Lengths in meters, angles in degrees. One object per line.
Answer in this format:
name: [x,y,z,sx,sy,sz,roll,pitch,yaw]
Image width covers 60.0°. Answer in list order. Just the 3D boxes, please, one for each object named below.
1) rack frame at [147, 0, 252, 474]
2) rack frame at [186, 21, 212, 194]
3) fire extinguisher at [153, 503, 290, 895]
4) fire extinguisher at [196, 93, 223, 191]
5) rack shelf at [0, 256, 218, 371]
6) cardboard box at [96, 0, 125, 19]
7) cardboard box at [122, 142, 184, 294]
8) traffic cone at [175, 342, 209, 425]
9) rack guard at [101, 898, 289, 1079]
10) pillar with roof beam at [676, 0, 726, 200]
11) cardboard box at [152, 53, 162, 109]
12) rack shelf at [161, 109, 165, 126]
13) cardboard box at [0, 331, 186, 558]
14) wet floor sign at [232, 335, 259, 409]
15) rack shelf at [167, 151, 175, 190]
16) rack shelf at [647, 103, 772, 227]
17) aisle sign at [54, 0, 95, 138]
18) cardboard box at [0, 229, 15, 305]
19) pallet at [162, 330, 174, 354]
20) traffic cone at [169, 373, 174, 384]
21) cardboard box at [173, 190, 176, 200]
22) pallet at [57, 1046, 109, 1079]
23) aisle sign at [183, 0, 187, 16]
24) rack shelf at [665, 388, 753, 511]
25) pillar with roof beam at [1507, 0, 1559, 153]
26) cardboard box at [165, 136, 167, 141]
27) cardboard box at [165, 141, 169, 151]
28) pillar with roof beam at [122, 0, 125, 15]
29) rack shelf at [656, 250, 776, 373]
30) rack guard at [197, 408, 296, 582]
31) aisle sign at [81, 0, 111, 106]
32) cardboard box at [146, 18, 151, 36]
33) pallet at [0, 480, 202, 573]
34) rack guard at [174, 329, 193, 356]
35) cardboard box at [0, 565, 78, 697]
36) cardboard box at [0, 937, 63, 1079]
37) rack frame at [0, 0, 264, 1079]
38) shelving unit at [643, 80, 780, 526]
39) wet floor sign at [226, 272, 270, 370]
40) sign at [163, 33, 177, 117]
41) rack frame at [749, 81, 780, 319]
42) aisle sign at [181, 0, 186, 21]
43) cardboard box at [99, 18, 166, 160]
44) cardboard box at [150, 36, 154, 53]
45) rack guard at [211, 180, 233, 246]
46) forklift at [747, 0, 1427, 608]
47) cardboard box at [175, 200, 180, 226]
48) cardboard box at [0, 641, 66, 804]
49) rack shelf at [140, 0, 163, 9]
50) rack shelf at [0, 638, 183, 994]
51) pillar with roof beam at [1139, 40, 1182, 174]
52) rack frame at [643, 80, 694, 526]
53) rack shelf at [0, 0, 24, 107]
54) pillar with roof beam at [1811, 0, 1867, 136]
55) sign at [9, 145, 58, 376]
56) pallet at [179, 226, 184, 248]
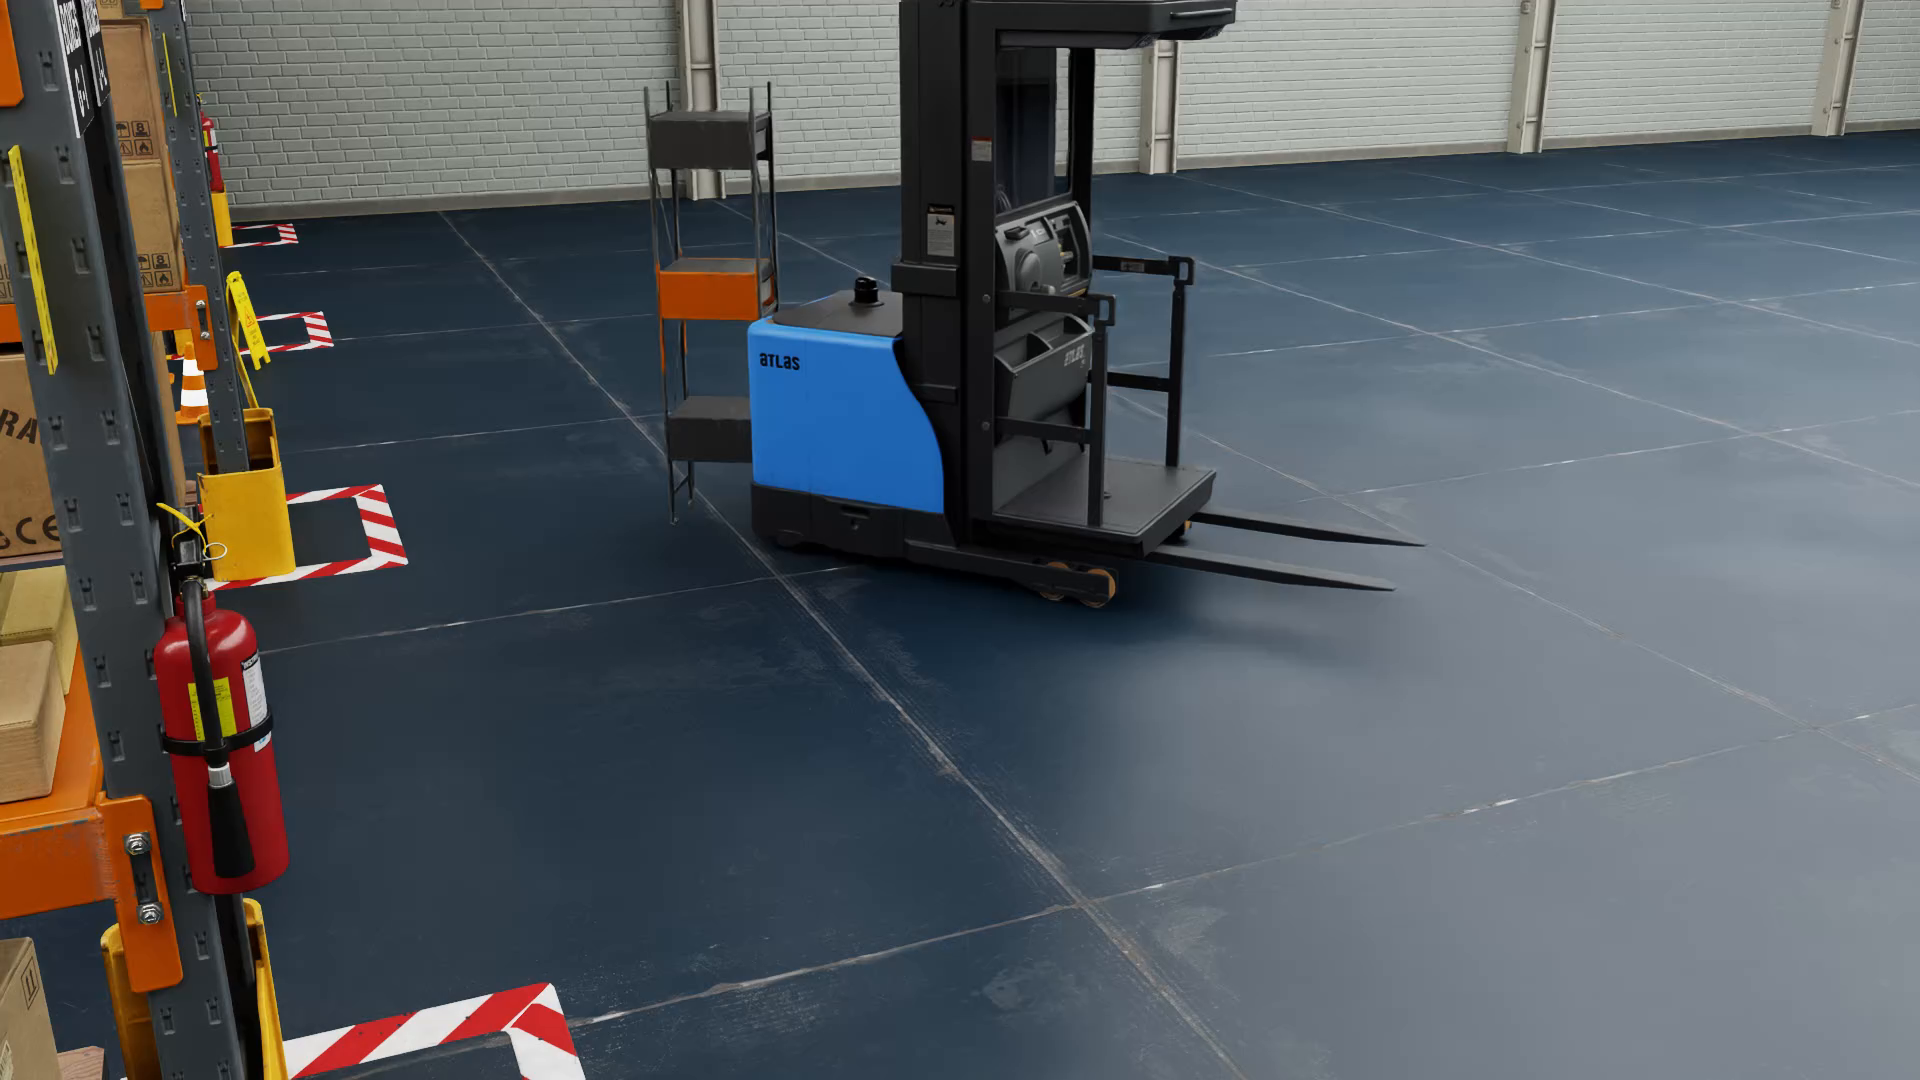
rack frame: [-3.441,-1.415,7.523,0.127,3.000,1.000,-8,21,-22]
rack frame: [-7.464,-4.424,16.070,0.127,3.000,1.000,-8,21,-22]
fire extinguisher: [-1.281,0.273,2.846,0.183,0.674,0.296,-8,21,-22]
fire extinguisher: [-5.207,-2.749,11.429,0.183,0.674,0.296,-8,21,-22]
rack shelf: [-5.277,-0.812,6.895,4.000,0.370,1.077,-8,21,-22]
cardboard box: [-5.877,-3.436,11.161,0.500,0.500,0.700,-9,21,-23]
cardboard box: [-3.764,-1.423,7.320,0.550,0.550,0.875,-8,21,-22]
traffic cone: [-4.626,-0.971,10.082,0.334,0.463,0.336,-8,21,-22]
rack guard: [-1.639,1.300,3.576,0.348,0.500,1.175,-8,21,-22]
pillar with roof beam: [-1.246,-6.913,14.107,0.400,9.000,9.100,-8,21,-22]
cardboard box: [-7.812,-4.326,15.642,0.500,0.500,0.500,-9,21,-23]
rack shelf: [-9.300,-3.822,15.442,4.000,0.370,1.077,-8,21,-22]
cardboard box: [-4.037,-0.501,7.496,0.875,0.875,0.875,-8,21,-22]
wet floor sign: [-4.199,-0.912,9.640,0.232,0.644,0.267,-12,23,-31]
rack shelf: [-7.331,-2.308,11.145,4.000,0.370,1.077,-8,21,-22]
rack shelf: [-1.162,-1.765,7.806,0.480,0.518,0.431,2,20,6]
aisle sign: [-1.393,-1.032,2.521,0.004,0.787,0.394,-8,21,-22]
cardboard box: [-4.260,-1.344,7.096,0.550,0.550,0.875,-8,21,-22]
pallet: [-6.324,-1.489,11.934,1.213,0.211,1.003,-8,21,-22]
traffic cone: [-5.378,-1.264,10.916,0.334,0.463,0.336,-8,21,-22]
cardboard box: [-7.787,-3.402,15.921,0.500,0.250,0.500,-8,21,-23]
pallet: [-2.399,1.533,3.351,1.213,0.211,1.003,-8,21,-22]
aisle sign: [-3.495,-2.742,7.378,0.004,0.787,0.394,-8,21,-22]
rack shelf: [-1.161,-0.445,8.272,0.480,0.518,0.431,2,20,6]
pillar with roof beam: [9.773,-8.492,18.591,0.400,9.000,9.100,-8,21,-22]
cardboard box: [-7.980,-3.791,16.275,0.500,0.250,0.500,-8,21,-23]
cardboard box: [-7.763,-3.641,15.849,0.500,0.250,0.500,-7,21,-20]
pillar with roof beam: [-6.755,-6.124,11.866,0.400,9.000,9.100,-8,21,-22]
rack shelf: [-1.162,-1.105,8.039,0.480,0.518,0.431,2,20,6]
rack guard: [-3.419,-0.239,7.947,0.348,0.500,1.175,-8,21,-22]
aisle sign: [-1.631,-1.215,3.041,0.004,0.787,0.394,-8,21,-22]
cardboard box: [-7.709,-4.806,15.580,0.250,0.149,0.380,-8,21,-22]
pallet: [-4.144,0.030,7.620,1.213,0.211,1.003,-8,21,-22]
rack guard: [-5.564,-1.722,12.159,0.348,0.500,1.175,-8,21,-22]
cardboard box: [-1.925,0.195,3.331,0.250,0.149,0.380,-8,21,-22]
cardboard box: [-2.149,1.169,3.316,0.500,0.500,0.500,-4,20,-12]
rack frame: [-1.570,0.110,3.192,0.053,2.616,0.949,-8,21,-22]
shelving unit: [-1.162,-1.118,8.034,0.503,2.100,0.431,2,20,6]
wet floor sign: [-4.896,-1.499,11.308,0.232,0.644,0.267,-1,19,-3]
sign: [-3.239,-1.905,6.816,0.005,0.325,0.100,-8,21,-22]
rack frame: [-0.919,-1.108,8.008,0.015,2.100,0.400,2,20,6]
aisle sign: [-3.257,-2.559,6.858,0.004,0.787,0.394,-8,21,-22]
cardboard box: [-3.797,-1.958,7.214,0.550,0.550,0.875,-8,21,-22]
cardboard box: [-7.671,-4.646,15.574,0.250,0.149,0.380,-8,21,-21]
rack guard: [-7.442,-3.248,16.494,0.348,0.500,1.175,-8,21,-22]
forklift: [0.559,-1.291,7.275,3.031,2.935,1.130,9,21,25]
cardboard box: [-7.770,-3.167,16.008,0.500,0.250,0.500,-8,21,-22]
cardboard box: [-1.749,0.330,2.946,0.250,0.149,0.380,-8,21,-22]
rack shelf: [-5.277,-2.227,6.397,4.000,0.370,1.077,-8,21,-22]
rack shelf: [-3.405,0.714,2.562,4.000,0.370,1.077,-8,21,-22]
pillar with roof beam: [4.263,-7.703,16.349,0.400,9.000,9.100,-8,21,-22]
rack frame: [-1.404,-1.127,8.060,0.015,2.100,0.400,2,20,6]
rack shelf: [-3.405,-0.701,2.064,4.000,0.370,1.077,-8,21,-22]
pillar with roof beam: [15.282,-9.281,20.833,0.400,9.000,9.100,-8,21,-22]
sign: [-1.368,-0.412,2.457,0.005,0.325,0.100,-8,21,-22]
pallet: [-8.150,-2.995,16.211,1.213,0.211,1.003,-8,21,-22]
